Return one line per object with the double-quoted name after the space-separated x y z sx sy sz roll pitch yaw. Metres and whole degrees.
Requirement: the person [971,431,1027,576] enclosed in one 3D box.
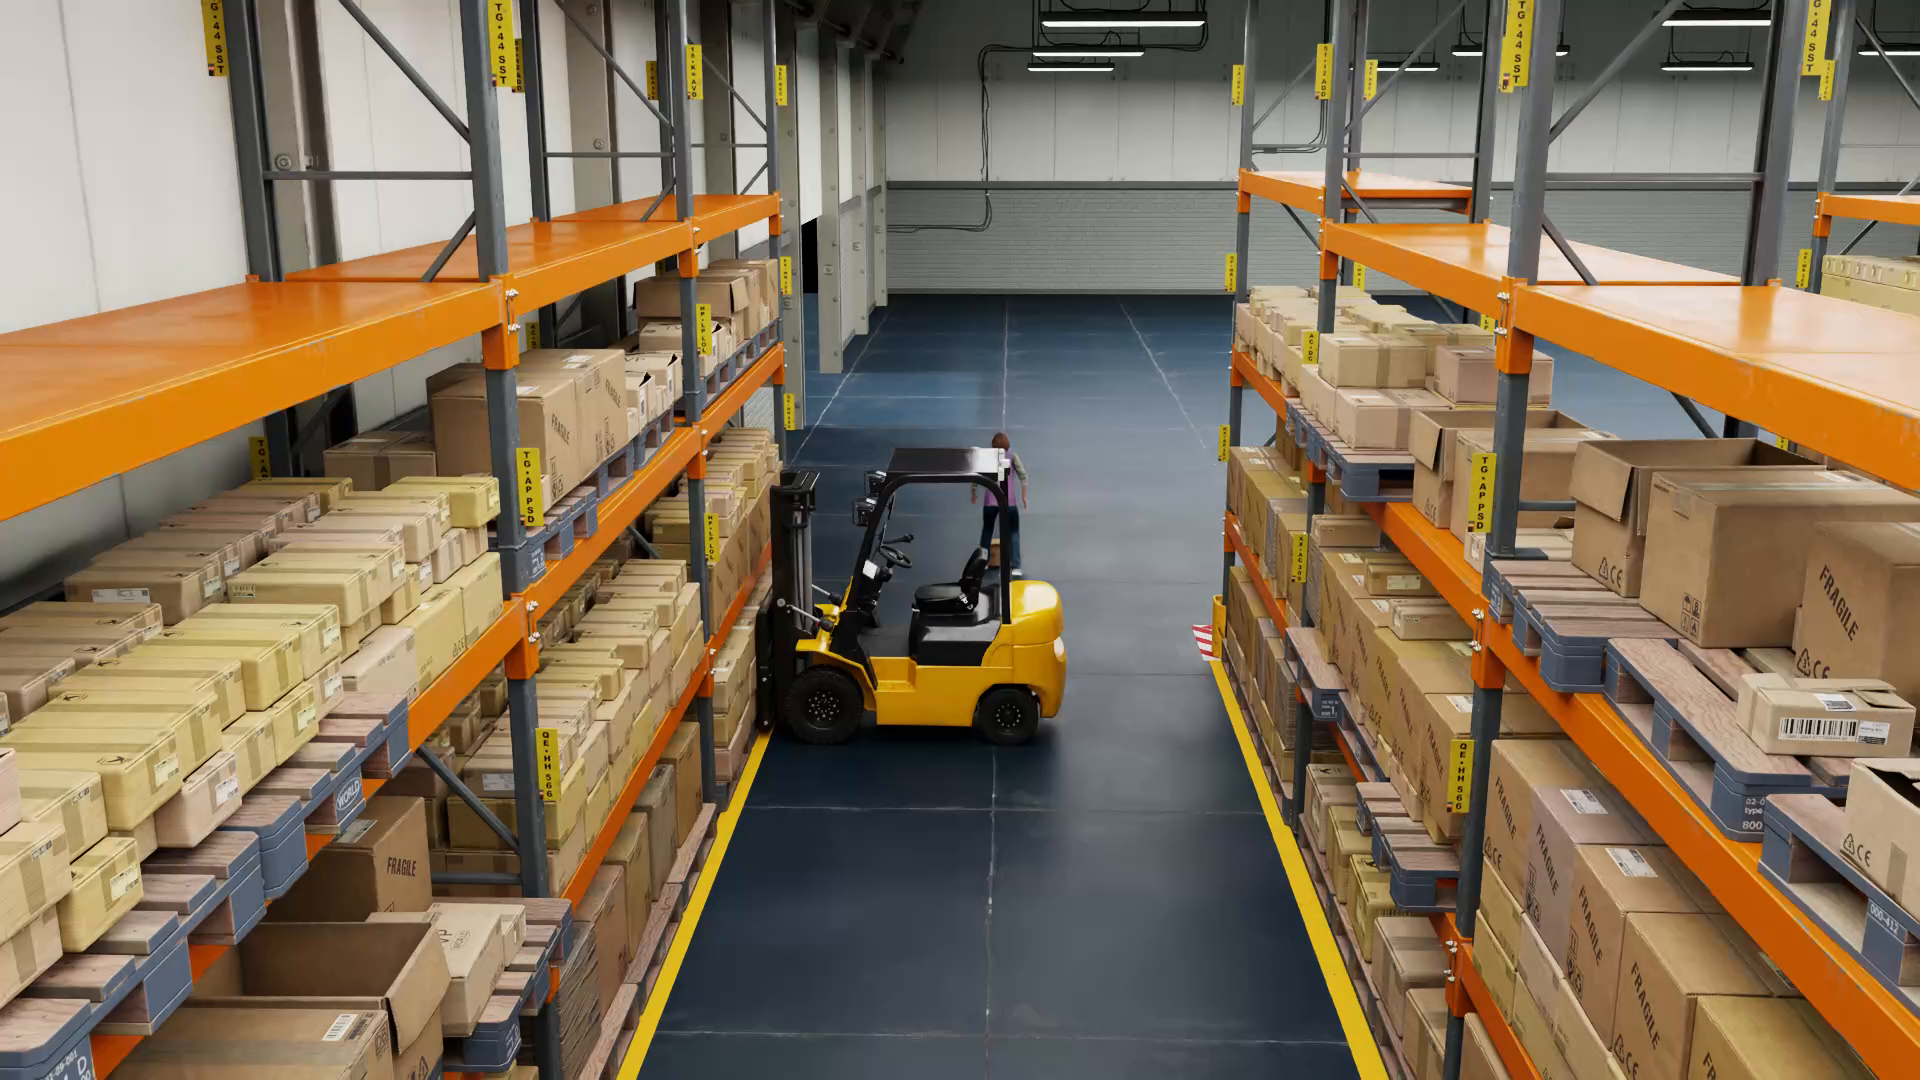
0.420 -0.386 17.750 0.611 1.536 0.586 2 14 8 "person"
